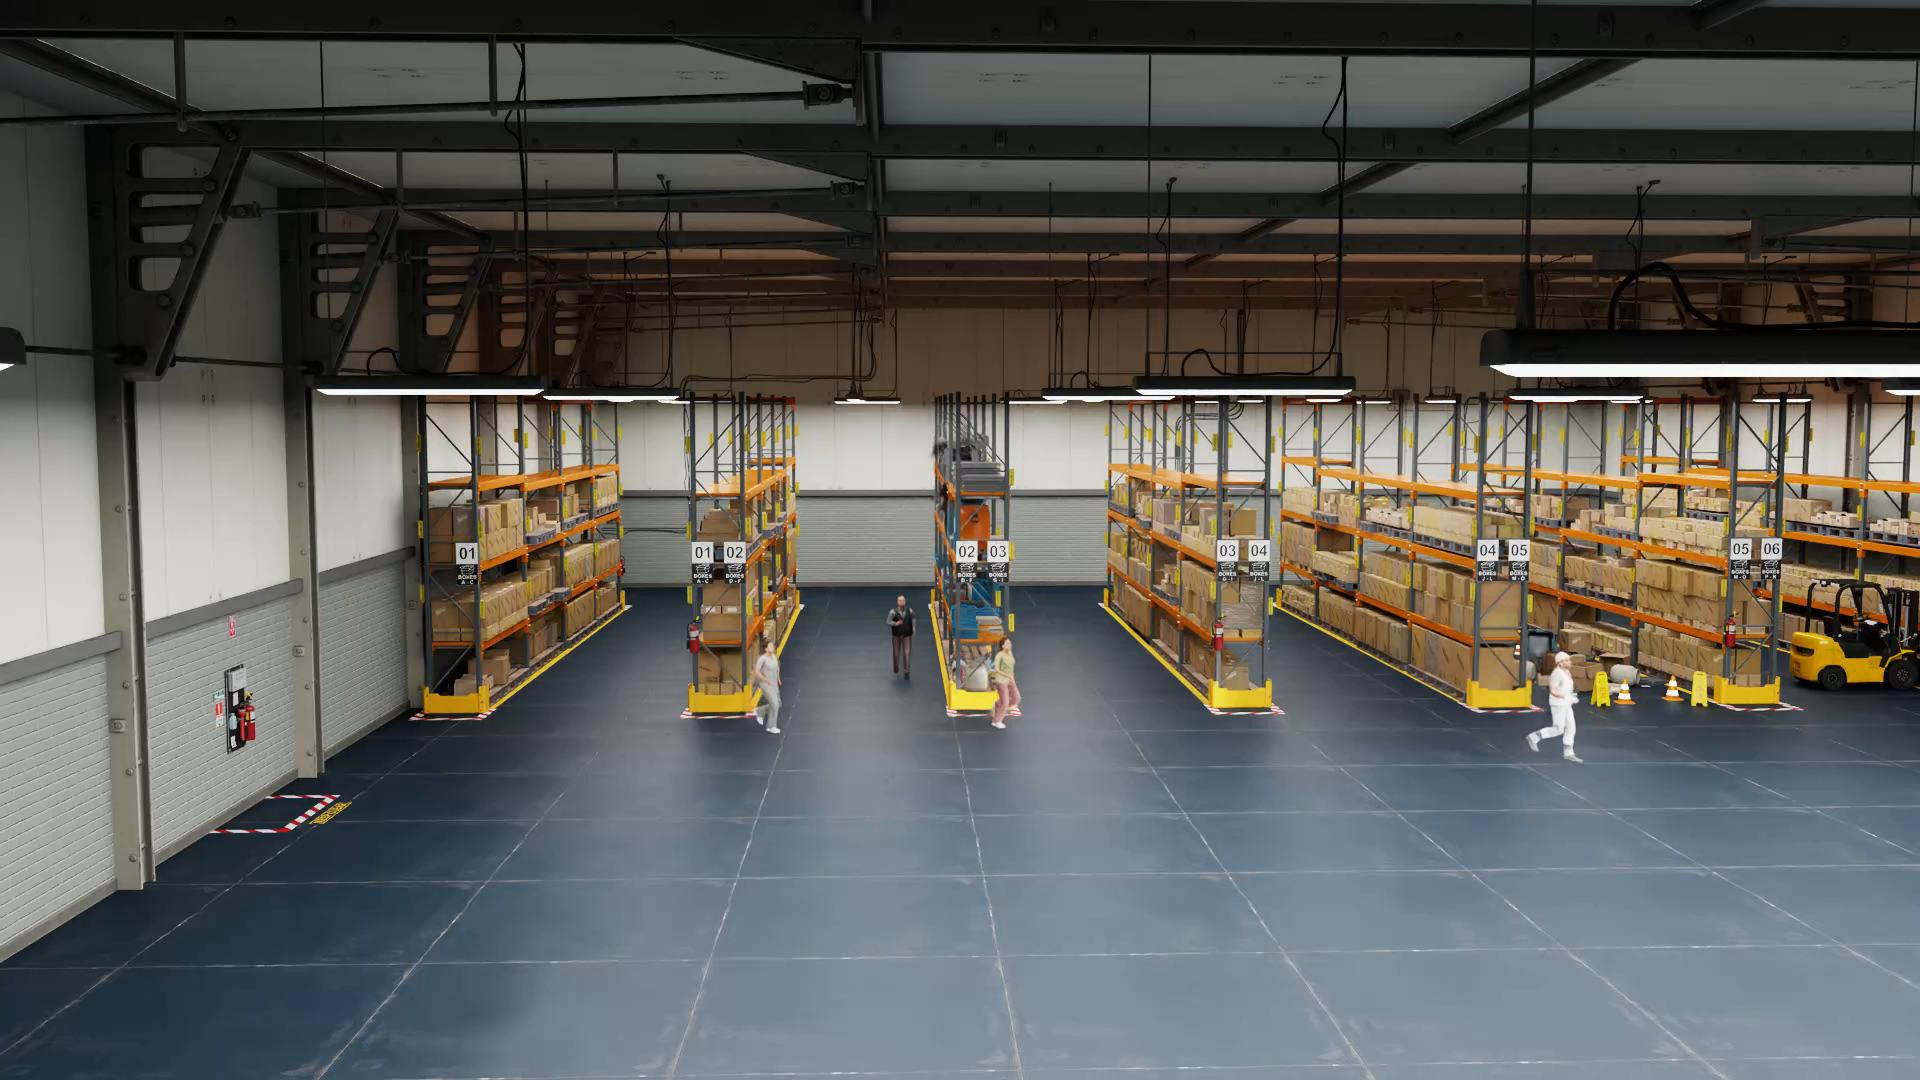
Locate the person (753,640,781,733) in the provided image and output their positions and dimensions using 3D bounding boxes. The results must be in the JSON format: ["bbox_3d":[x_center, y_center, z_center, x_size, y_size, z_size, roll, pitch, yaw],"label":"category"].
[{"bbox_3d":[-3.425,2.562,29.299,0.636,1.629,0.585,3,5,32],"label":"person"}]

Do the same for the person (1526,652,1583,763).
[{"bbox_3d":[9.685,2.689,26.968,0.874,1.779,0.664,3,6,37],"label":"person"}]

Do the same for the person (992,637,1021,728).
[{"bbox_3d":[0.819,2.540,29.714,0.604,1.630,0.607,4,6,39],"label":"person"}]

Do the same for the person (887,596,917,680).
[{"bbox_3d":[-1.221,2.035,35.035,0.657,1.707,0.971,-1,5,-7],"label":"person"}]
